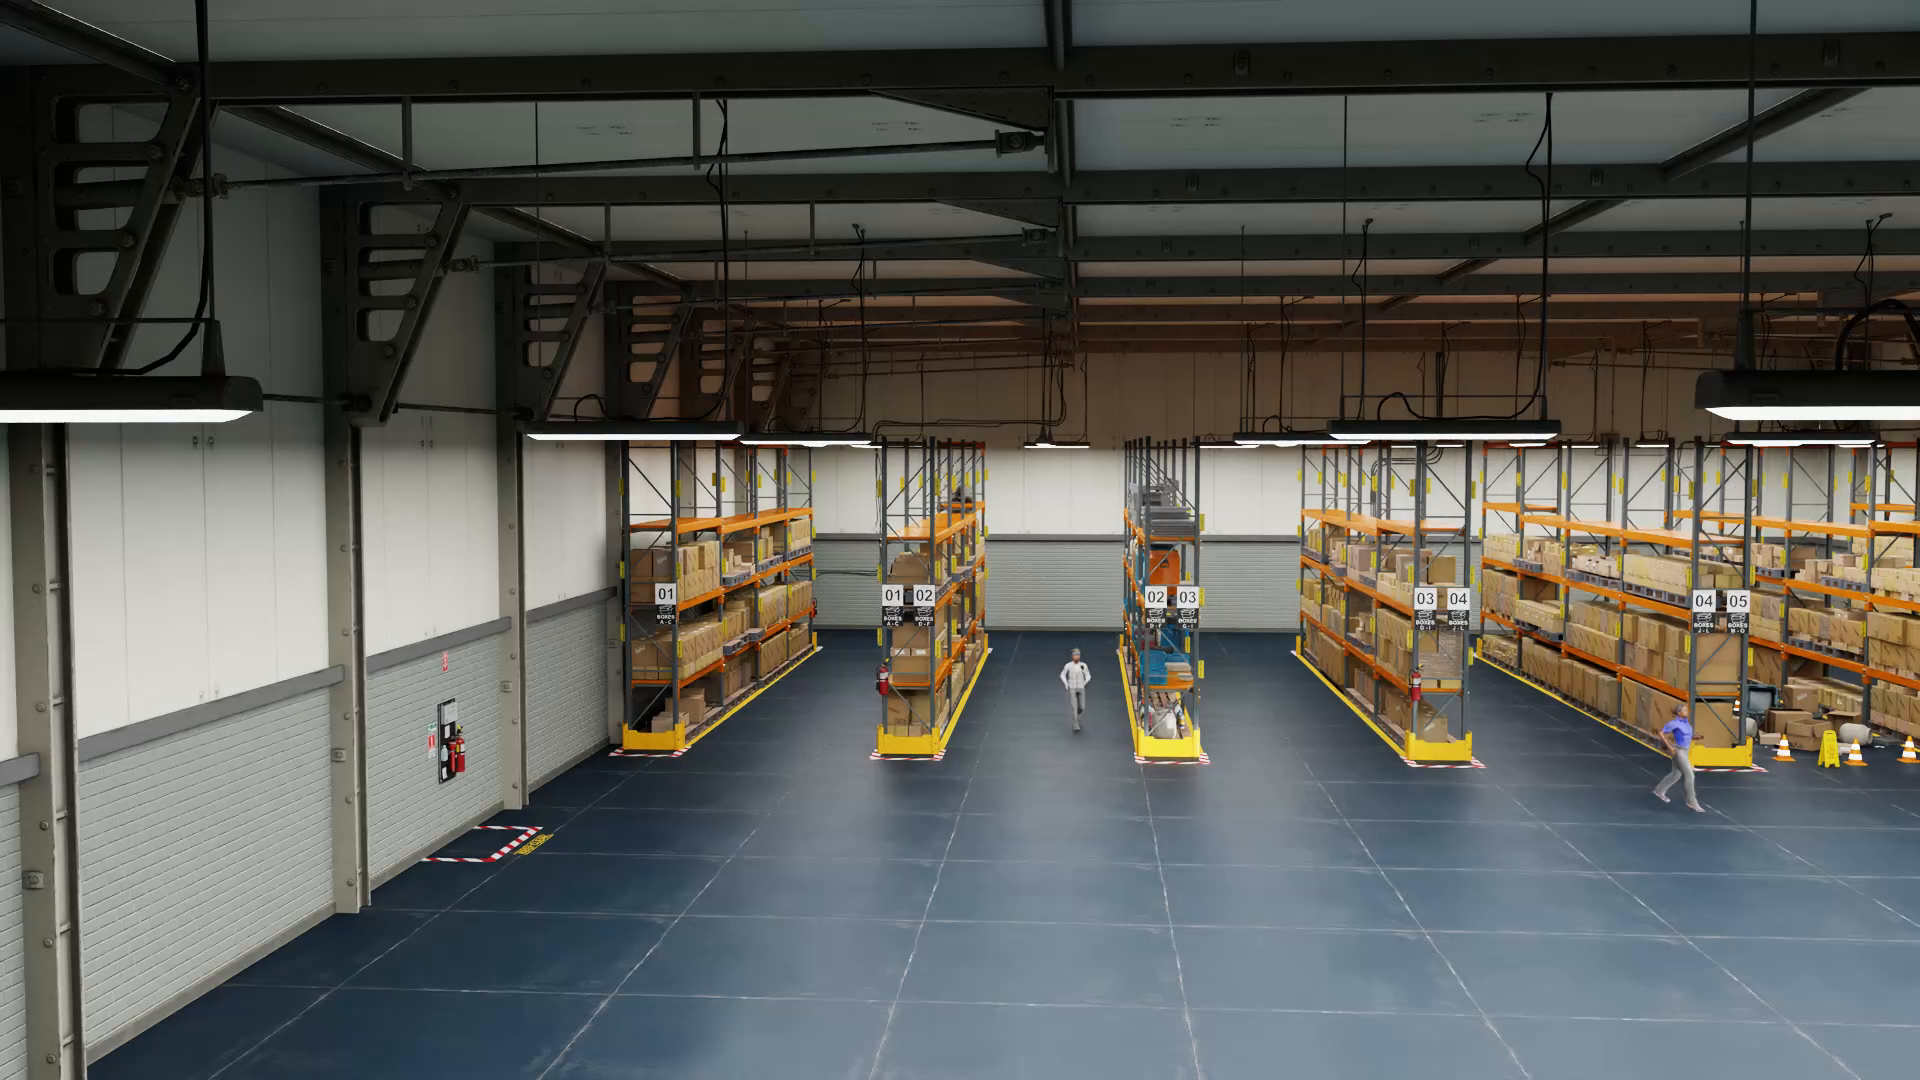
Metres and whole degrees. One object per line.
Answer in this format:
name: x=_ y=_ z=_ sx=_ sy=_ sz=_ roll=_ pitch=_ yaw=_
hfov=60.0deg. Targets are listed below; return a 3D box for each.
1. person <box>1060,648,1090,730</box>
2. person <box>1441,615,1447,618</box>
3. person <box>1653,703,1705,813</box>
person: x=2.386 y=3.056 z=34.319 sx=0.622 sy=1.654 sz=0.717 roll=0 pitch=3 yaw=-5
person: x=13.148 y=2.463 z=45.532 sx=0.620 sy=1.678 sz=0.705 roll=1 pitch=3 yaw=16
person: x=11.515 y=3.458 z=26.604 sx=0.863 sy=1.690 sz=0.562 roll=3 pitch=4 yaw=43
